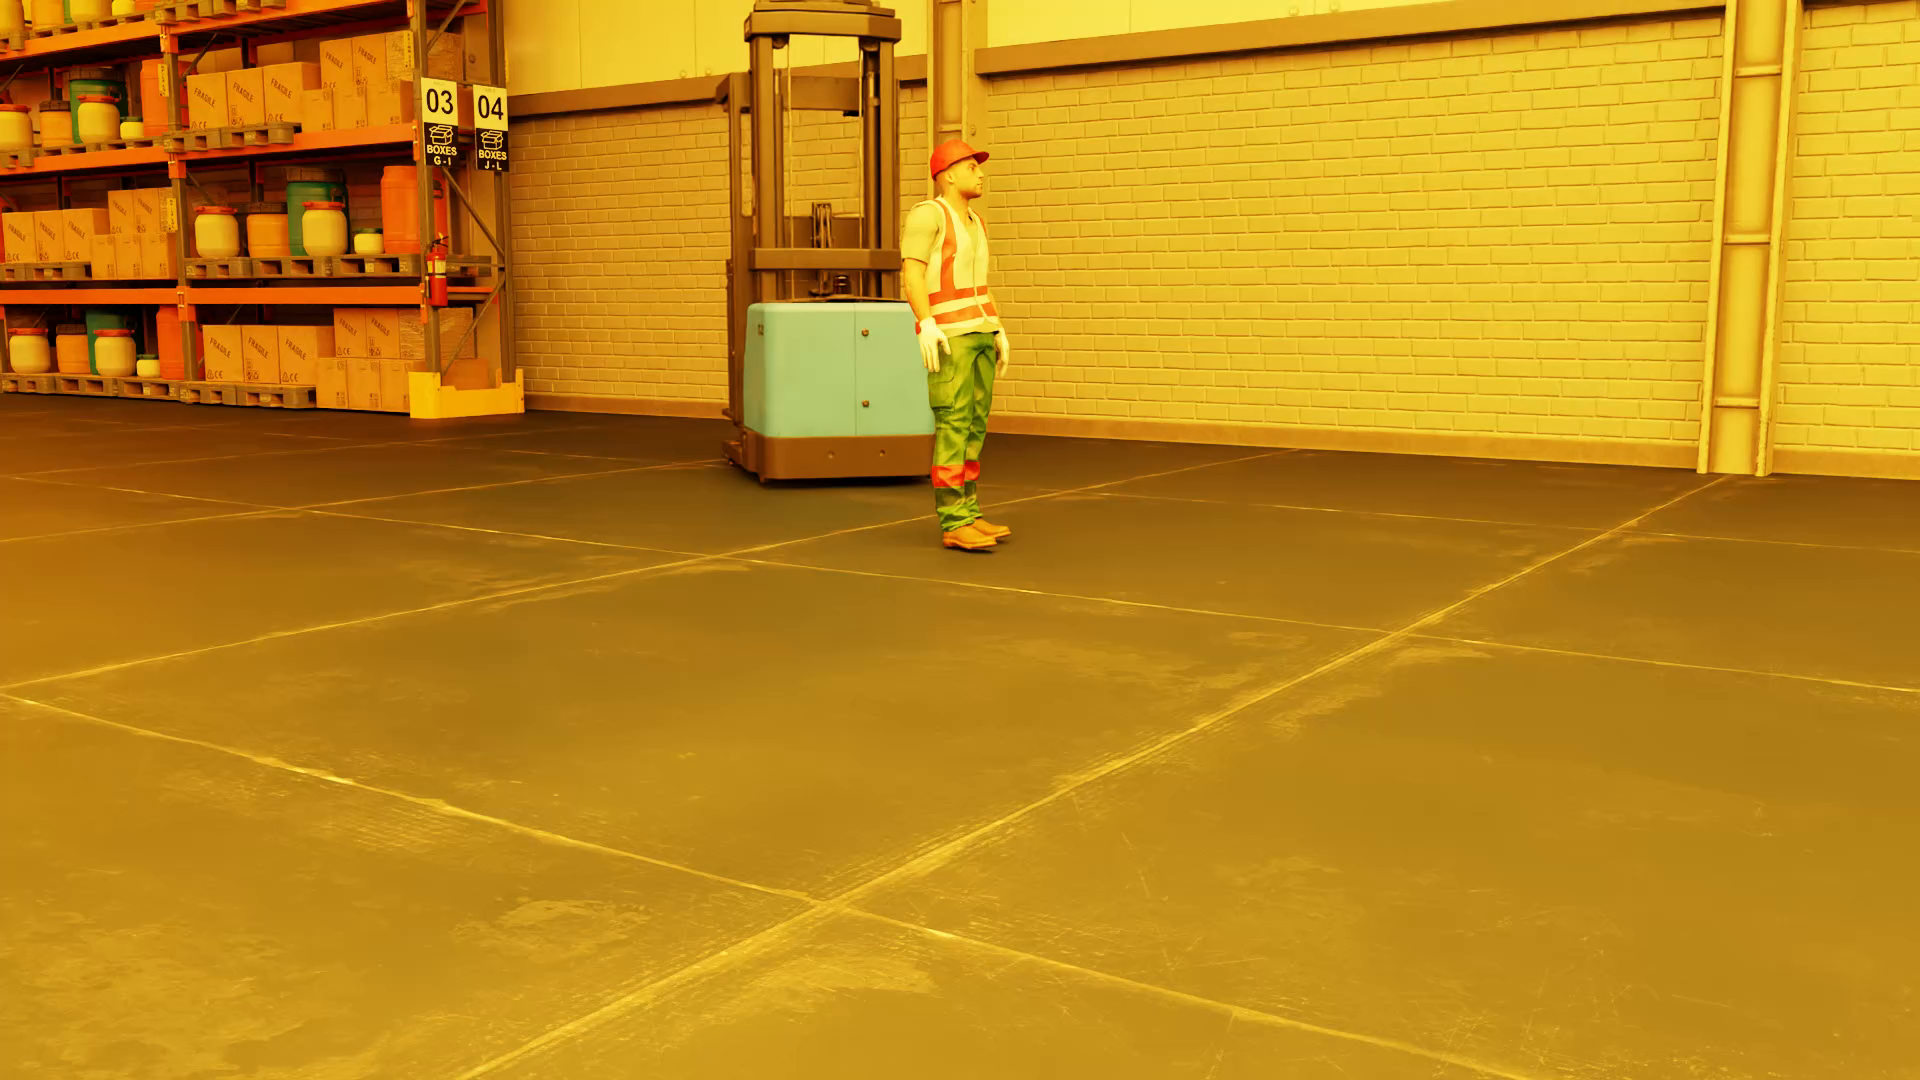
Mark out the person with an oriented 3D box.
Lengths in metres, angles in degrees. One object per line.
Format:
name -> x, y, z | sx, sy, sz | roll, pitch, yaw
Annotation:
person -> 0.062, -0.885, 7.422 | 0.560, 1.787, 0.638 | 5, 10, 34

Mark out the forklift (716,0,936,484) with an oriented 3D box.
forklift -> -0.987, -1.950, 10.906 | 1.130, 2.935, 3.031 | -2, 8, -15
